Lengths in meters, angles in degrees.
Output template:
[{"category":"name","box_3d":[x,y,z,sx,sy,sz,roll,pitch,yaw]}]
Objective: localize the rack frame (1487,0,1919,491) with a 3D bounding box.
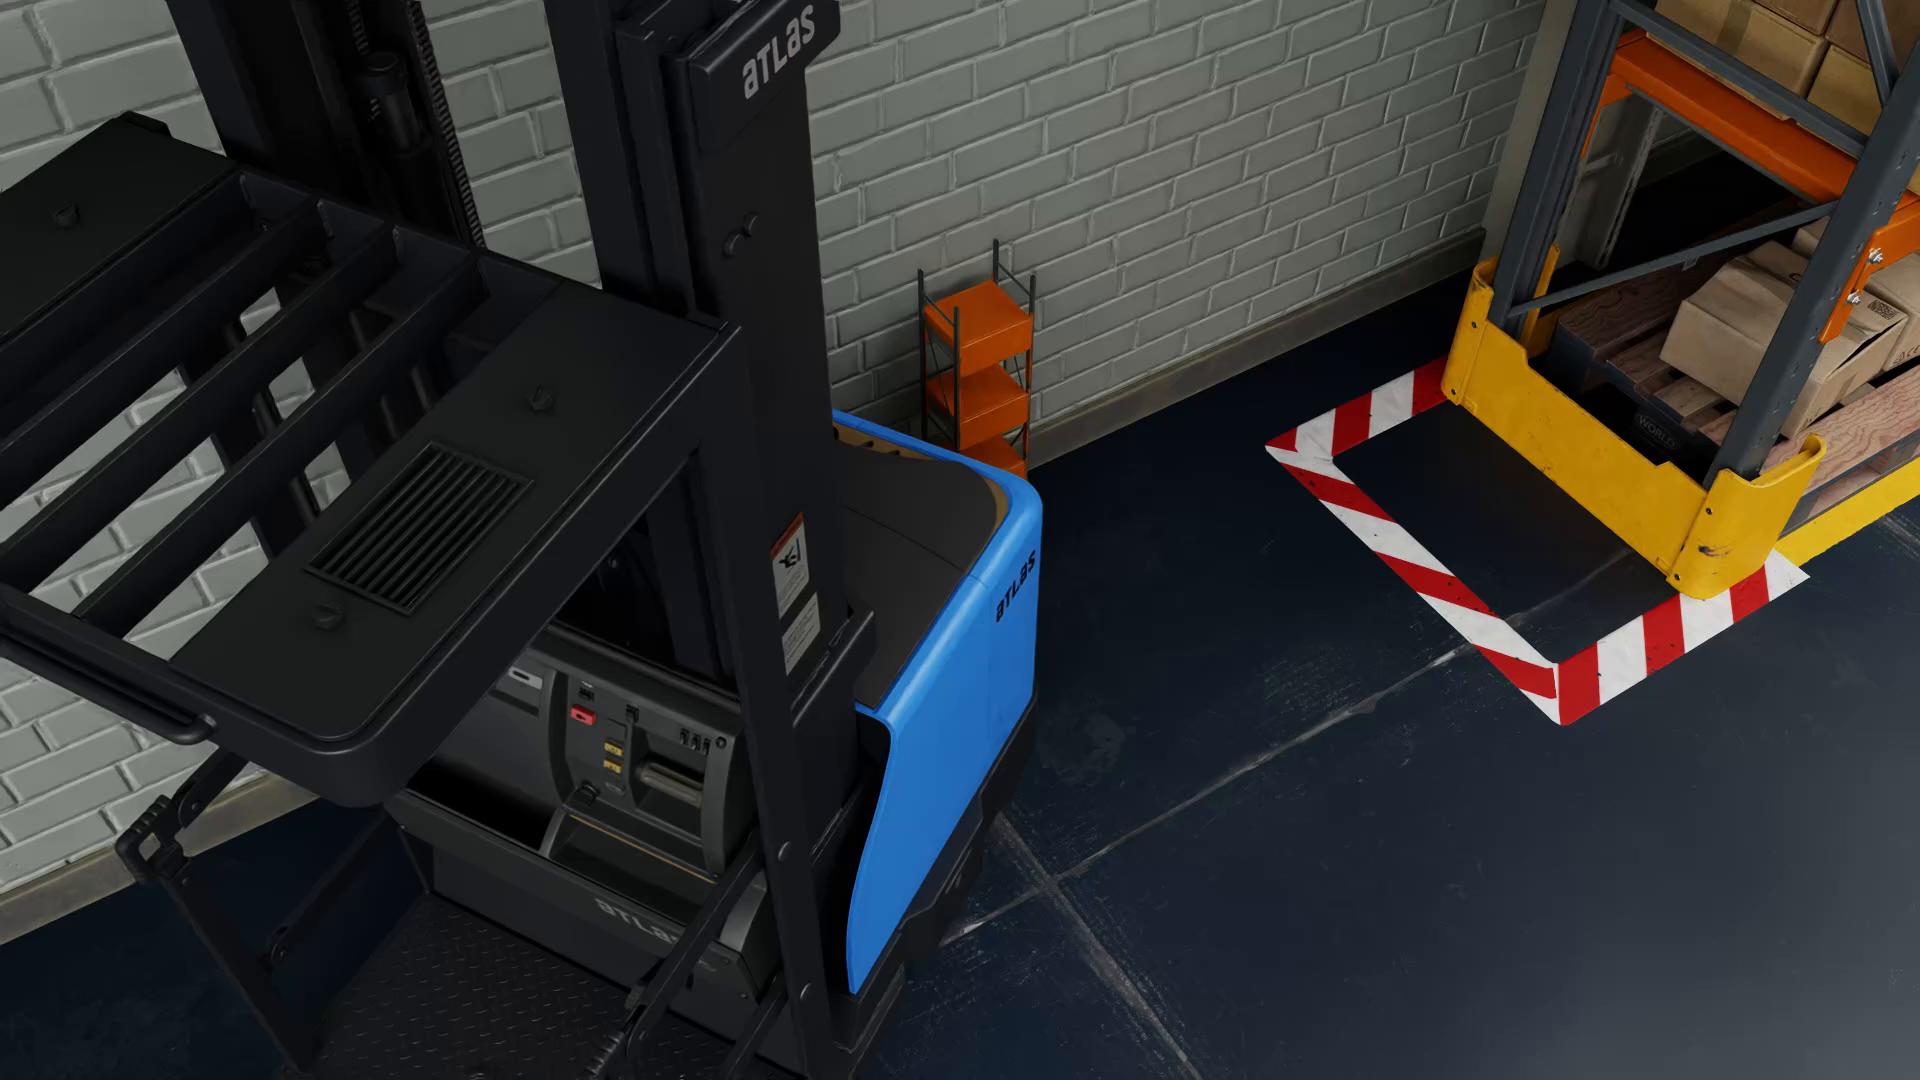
[{"category":"rack frame","box_3d":[2.018,-1.203,4.313,0.127,3.000,1.000,-25,53,-21]}]

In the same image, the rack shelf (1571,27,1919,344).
[{"category":"rack shelf","box_3d":[3.710,-1.761,5.291,4.000,0.370,1.077,-25,53,-21]}]

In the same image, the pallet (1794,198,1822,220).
[{"category":"pallet","box_3d":[3.819,-1.091,6.080,1.213,0.211,1.003,-25,53,-21]}]

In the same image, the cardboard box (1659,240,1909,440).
[{"category":"cardboard box","box_3d":[2.652,-0.674,5.348,0.500,0.311,0.500,-31,55,-25]}]

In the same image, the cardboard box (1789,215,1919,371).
[{"category":"cardboard box","box_3d":[3.134,-0.901,5.550,0.500,0.311,0.500,-21,52,-18]}]

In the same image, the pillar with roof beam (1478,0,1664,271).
[{"category":"pillar with roof beam","box_3d":[4.446,-1.305,0.386,0.400,9.000,9.100,-25,53,-21]}]

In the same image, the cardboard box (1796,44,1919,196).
[{"category":"cardboard box","box_3d":[2.601,-1.154,4.356,0.500,0.250,0.500,-27,54,-22]}]

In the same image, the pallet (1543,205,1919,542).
[{"category":"pallet","box_3d":[2.789,-0.608,5.650,1.213,0.211,1.003,-25,53,-21]}]

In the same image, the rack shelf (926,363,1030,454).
[{"category":"rack shelf","box_3d":[0.045,-0.363,4.885,0.240,0.259,0.215,-25,53,-21]}]

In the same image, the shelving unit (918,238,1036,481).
[{"category":"shelving unit","box_3d":[0.045,-0.370,4.877,0.252,1.050,0.215,-25,53,-21]}]

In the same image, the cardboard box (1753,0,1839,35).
[{"category":"cardboard box","box_3d":[2.304,-1.732,4.368,0.500,0.500,0.500,-26,53,-21]}]

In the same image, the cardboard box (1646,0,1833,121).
[{"category":"cardboard box","box_3d":[2.310,-1.469,4.637,0.500,0.250,0.500,-25,53,-20]}]

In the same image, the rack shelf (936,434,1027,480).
[{"category":"rack shelf","box_3d":[0.045,-0.179,5.092,0.240,0.259,0.215,-25,53,-21]}]

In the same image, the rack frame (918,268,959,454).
[{"category":"rack frame","box_3d":[-0.058,-0.322,4.834,0.008,1.050,0.200,-25,53,-21]}]

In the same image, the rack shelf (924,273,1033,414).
[{"category":"rack shelf","box_3d":[0.045,-0.552,4.673,0.240,0.259,0.215,-25,53,-21]}]

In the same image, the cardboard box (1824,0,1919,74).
[{"category":"cardboard box","box_3d":[2.583,-1.410,4.082,0.500,0.500,0.500,-25,53,-21]}]

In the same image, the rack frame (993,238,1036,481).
[{"category":"rack frame","box_3d":[0.148,-0.419,4.920,0.008,1.050,0.200,-25,53,-21]}]

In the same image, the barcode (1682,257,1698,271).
[{"category":"barcode","box_3d":[2.454,-0.937,5.576,0.075,0.075,0.001,-25,53,-21]}]

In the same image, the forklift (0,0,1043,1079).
[{"category":"forklift","box_3d":[-0.905,0.425,2.909,1.130,2.935,3.031,21,52,18]}]

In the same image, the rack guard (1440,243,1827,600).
[{"category":"rack guard","box_3d":[2.083,-0.402,5.274,0.348,0.500,1.175,-25,53,-21]}]
